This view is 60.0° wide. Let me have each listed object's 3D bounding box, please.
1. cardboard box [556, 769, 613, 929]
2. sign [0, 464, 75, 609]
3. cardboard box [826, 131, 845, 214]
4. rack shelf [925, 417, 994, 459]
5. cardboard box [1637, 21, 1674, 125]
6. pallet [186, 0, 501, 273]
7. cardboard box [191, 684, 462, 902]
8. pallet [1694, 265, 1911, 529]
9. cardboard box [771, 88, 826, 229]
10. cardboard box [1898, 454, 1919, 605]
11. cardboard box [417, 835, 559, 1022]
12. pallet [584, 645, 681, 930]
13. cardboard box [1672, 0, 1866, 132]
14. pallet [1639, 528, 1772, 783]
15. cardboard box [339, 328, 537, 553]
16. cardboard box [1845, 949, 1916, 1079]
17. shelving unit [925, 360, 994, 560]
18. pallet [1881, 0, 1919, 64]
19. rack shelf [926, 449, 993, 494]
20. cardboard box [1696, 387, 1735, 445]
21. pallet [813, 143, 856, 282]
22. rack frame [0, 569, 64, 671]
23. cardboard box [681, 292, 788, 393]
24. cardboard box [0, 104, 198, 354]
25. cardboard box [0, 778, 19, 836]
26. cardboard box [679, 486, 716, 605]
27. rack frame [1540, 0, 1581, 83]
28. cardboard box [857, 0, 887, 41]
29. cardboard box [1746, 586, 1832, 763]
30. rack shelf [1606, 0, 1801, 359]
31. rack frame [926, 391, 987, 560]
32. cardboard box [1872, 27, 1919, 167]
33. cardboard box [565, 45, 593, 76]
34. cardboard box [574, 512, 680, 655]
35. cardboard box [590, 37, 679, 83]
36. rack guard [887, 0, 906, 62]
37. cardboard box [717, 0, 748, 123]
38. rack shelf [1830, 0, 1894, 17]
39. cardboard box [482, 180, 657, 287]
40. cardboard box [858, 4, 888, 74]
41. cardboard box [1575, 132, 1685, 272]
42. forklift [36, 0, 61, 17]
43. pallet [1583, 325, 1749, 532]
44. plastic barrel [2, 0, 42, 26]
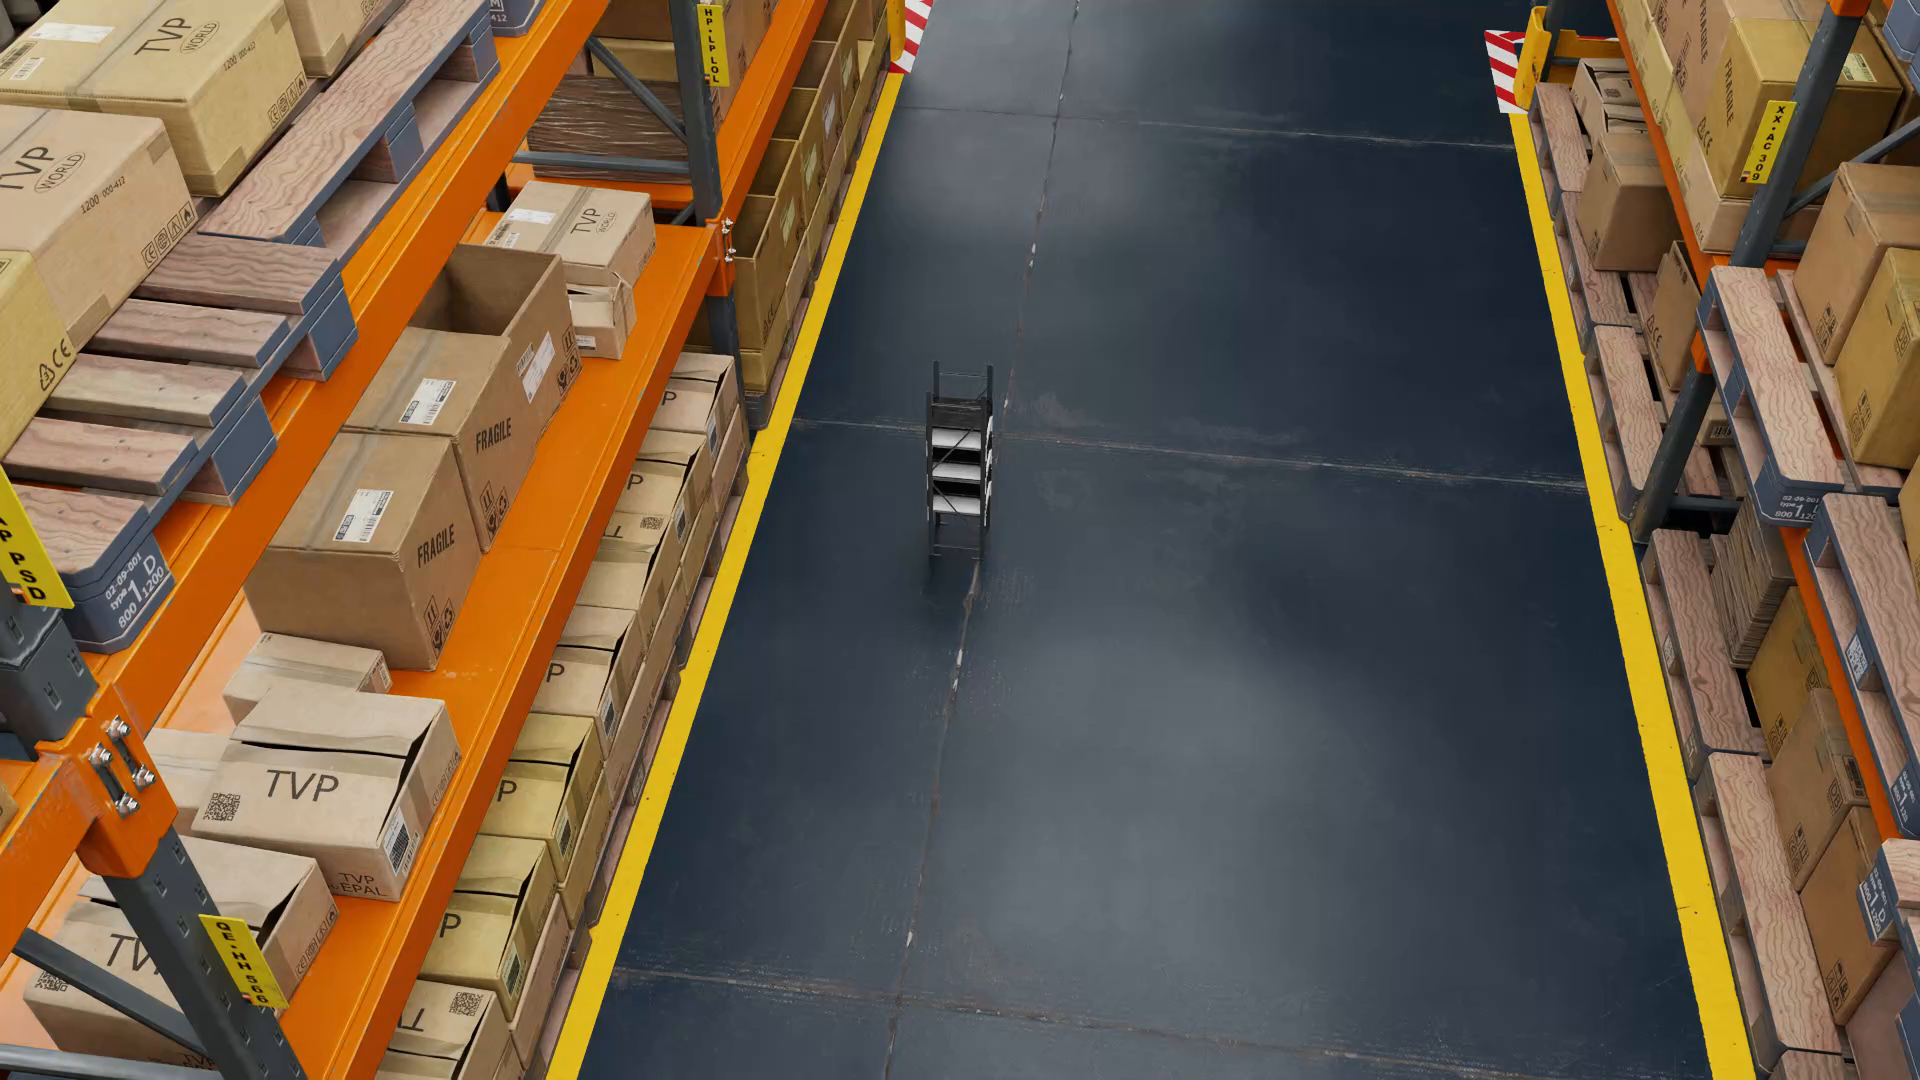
[{"bbox_3d":[-1.512,1.030,5.697,0.500,0.250,0.500,4,44,4],"label":"cardboard box"},{"bbox_3d":[-1.463,-0.014,2.548,0.100,0.325,0.005,5,44,6],"label":"sign"},{"bbox_3d":[-0.907,-1.978,8.874,0.500,0.250,0.500,5,44,6],"label":"cardboard box"},{"bbox_3d":[-0.001,-0.428,6.856,0.258,0.077,0.200,5,44,6],"label":"rack shelf"},{"bbox_3d":[3.326,-2.052,7.352,0.500,0.250,0.500,5,44,5],"label":"cardboard box"},{"bbox_3d":[-1.855,-1.041,4.146,1.003,0.211,1.213,7,44,7],"label":"pallet"},{"bbox_3d":[-1.690,0.653,4.466,0.500,0.311,0.500,5,44,5],"label":"cardboard box"},{"bbox_3d":[3.194,-0.489,5.746,1.003,0.211,1.213,5,44,6],"label":"pallet"},{"bbox_3d":[-0.968,-1.909,8.256,0.500,0.500,0.500,5,44,6],"label":"cardboard box"},{"bbox_3d":[3.201,-0.087,4.789,0.700,0.500,0.500,11,45,11],"label":"cardboard box"},{"bbox_3d":[-1.579,1.166,5.146,0.500,0.311,0.500,4,44,4],"label":"cardboard box"},{"bbox_3d":[-1.689,0.838,6.233,1.003,0.211,1.213,5,44,6],"label":"pallet"},{"bbox_3d":[3.255,-1.982,6.733,0.500,0.500,0.500,5,44,5],"label":"cardboard box"},{"bbox_3d":[3.338,0.477,6.615,1.003,0.211,1.213,5,44,6],"label":"pallet"},{"bbox_3d":[-1.725,-0.328,5.364,0.500,0.500,0.500,5,44,6],"label":"cardboard box"},{"bbox_3d":[3.137,1.572,4.928,0.700,0.500,0.500,5,44,5],"label":"cardboard box"},{"bbox_3d":[-0.001,-0.321,6.957,0.258,0.900,0.210,5,44,6],"label":"shelving unit"},{"bbox_3d":[3.252,-1.676,4.816,1.213,0.211,1.003,5,44,6],"label":"pallet"},{"bbox_3d":[-0.001,-0.297,6.980,0.258,0.077,0.200,5,44,6],"label":"rack shelf"},{"bbox_3d":[3.480,-0.564,7.427,0.380,0.166,0.250,0,43,0],"label":"cardboard box"},{"bbox_3d":[-1.166,-1.873,9.097,1.003,0.211,1.213,5,44,6],"label":"pallet"},{"bbox_3d":[-2.001,-0.966,1.748,1.000,3.000,0.127,5,44,6],"label":"rack frame"},{"bbox_3d":[-1.110,-0.956,7.795,0.500,0.250,0.500,5,44,6],"label":"cardboard box"},{"bbox_3d":[-1.945,-0.648,3.397,0.500,0.250,0.500,6,44,7],"label":"cardboard box"},{"bbox_3d":[-2.025,0.387,2.427,0.910,0.500,0.500,5,44,6],"label":"cardboard box"},{"bbox_3d":[-1.308,-0.014,6.800,0.500,0.250,0.500,5,44,5],"label":"cardboard box"},{"bbox_3d":[3.968,-3.792,9.095,1.000,3.000,0.127,5,44,6],"label":"rack frame"},{"bbox_3d":[-0.719,-3.274,9.697,0.500,0.500,0.500,5,44,6],"label":"cardboard box"},{"bbox_3d":[3.340,0.542,6.016,0.700,0.500,0.500,4,44,5],"label":"cardboard box"},{"bbox_3d":[3.703,-2.168,7.903,1.077,0.370,4.000,5,44,6],"label":"rack shelf"},{"bbox_3d":[-0.015,-0.252,6.884,0.240,0.900,0.006,5,44,6],"label":"rack frame"},{"bbox_3d":[3.708,-1.593,6.322,0.500,0.500,0.500,4,44,5],"label":"cardboard box"},{"bbox_3d":[-1.648,-1.990,6.648,0.380,0.149,0.250,5,44,5],"label":"cardboard box"},{"bbox_3d":[-1.372,0.126,6.244,0.500,0.311,0.500,5,44,5],"label":"cardboard box"},{"bbox_3d":[-1.244,-1.951,6.607,0.380,0.149,0.250,5,44,5],"label":"cardboard box"},{"bbox_3d":[-0.940,-3.349,10.445,1.175,0.500,0.348,5,44,6],"label":"rack guard"},{"bbox_3d":[-1.356,-2.213,7.355,0.700,0.500,0.500,5,44,5],"label":"cardboard box"},{"bbox_3d":[3.175,-0.531,3.993,1.077,0.370,4.000,5,44,6],"label":"rack shelf"},{"bbox_3d":[-1.494,-1.120,6.382,0.500,0.250,0.500,8,44,8],"label":"cardboard box"},{"bbox_3d":[-0.721,-3.002,9.955,0.500,0.250,0.500,5,44,6],"label":"cardboard box"},{"bbox_3d":[3.565,-1.697,8.381,0.700,0.500,0.500,3,44,3],"label":"cardboard box"},{"bbox_3d":[-3.470,-1.820,7.063,1.130,2.935,3.031,11,45,11],"label":"forklift"},{"bbox_3d":[3.493,-0.514,7.662,1.003,0.211,1.213,5,44,6],"label":"pallet"},{"bbox_3d":[-5.864,-3.486,10.276,0.421,0.512,0.421,0,43,0],"label":"plastic barrel"}]
